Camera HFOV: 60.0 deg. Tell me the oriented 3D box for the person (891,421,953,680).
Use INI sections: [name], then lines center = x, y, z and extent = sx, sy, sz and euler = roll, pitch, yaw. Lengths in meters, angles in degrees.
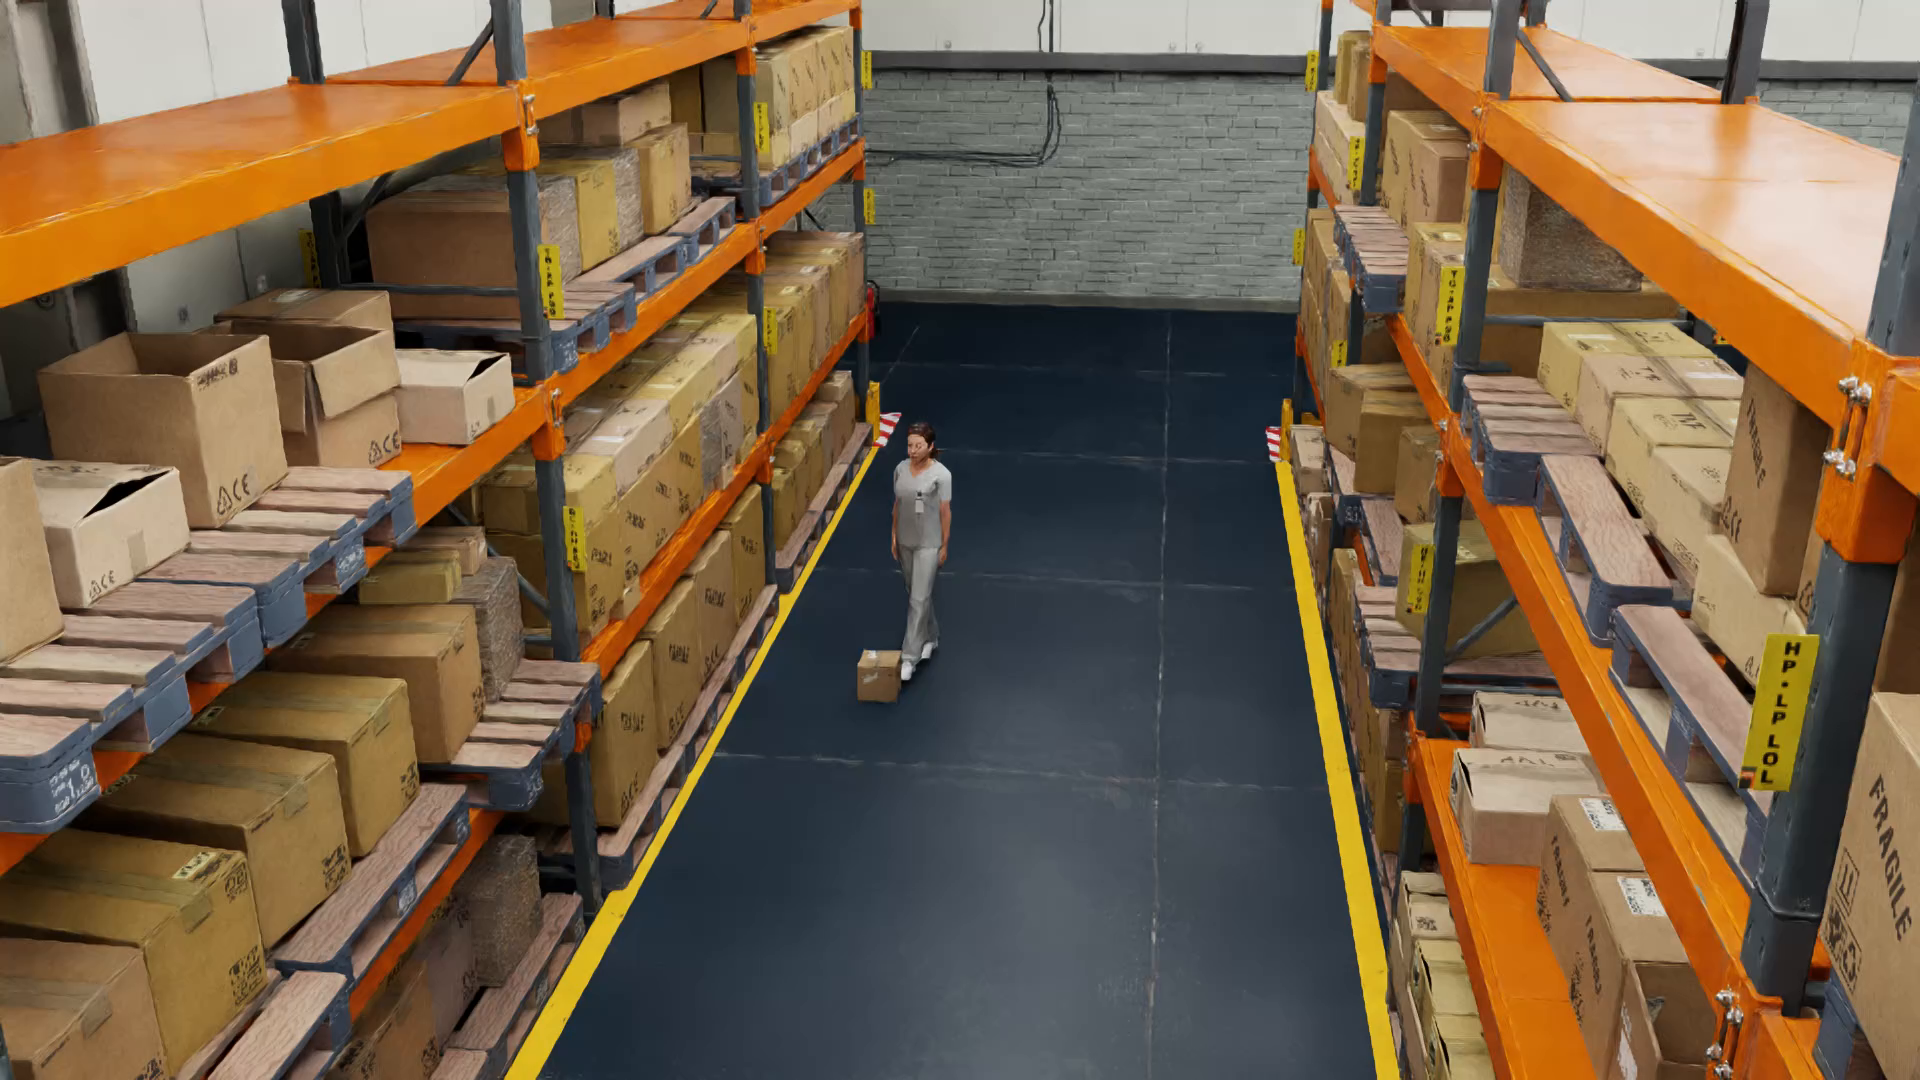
[person]
center = -0.332, 0.056, 10.925
extent = 0.430, 1.662, 0.705
euler = 13, 25, 31
